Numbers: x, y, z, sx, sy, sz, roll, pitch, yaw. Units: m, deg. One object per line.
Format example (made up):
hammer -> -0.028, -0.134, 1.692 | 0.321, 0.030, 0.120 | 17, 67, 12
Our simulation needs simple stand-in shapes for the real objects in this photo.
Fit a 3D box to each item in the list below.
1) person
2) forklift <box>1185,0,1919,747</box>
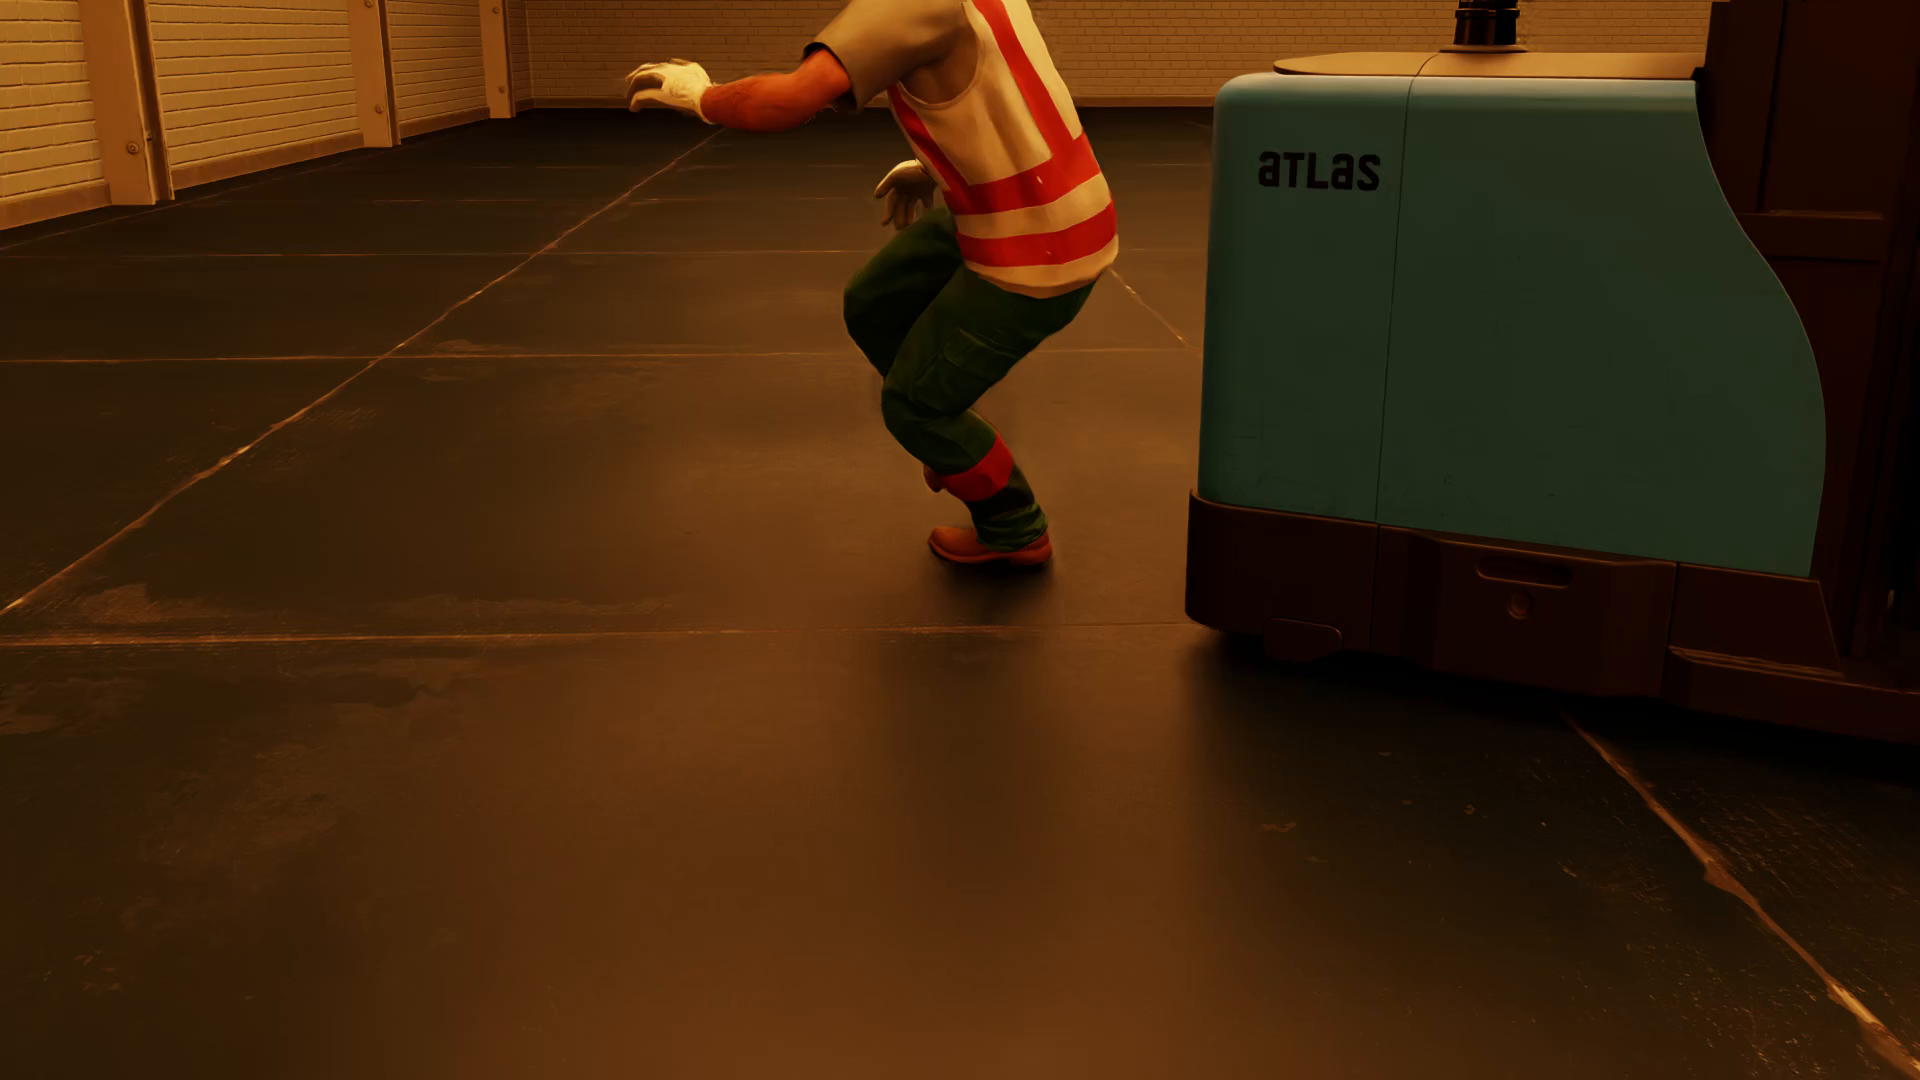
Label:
person -> -0.152, -0.625, 3.376 | 0.919, 1.529, 1.067 | 0, 17, 1
forklift -> 1.988, -1.118, 2.561 | 3.031, 2.935, 1.130 | 8, 19, 25
